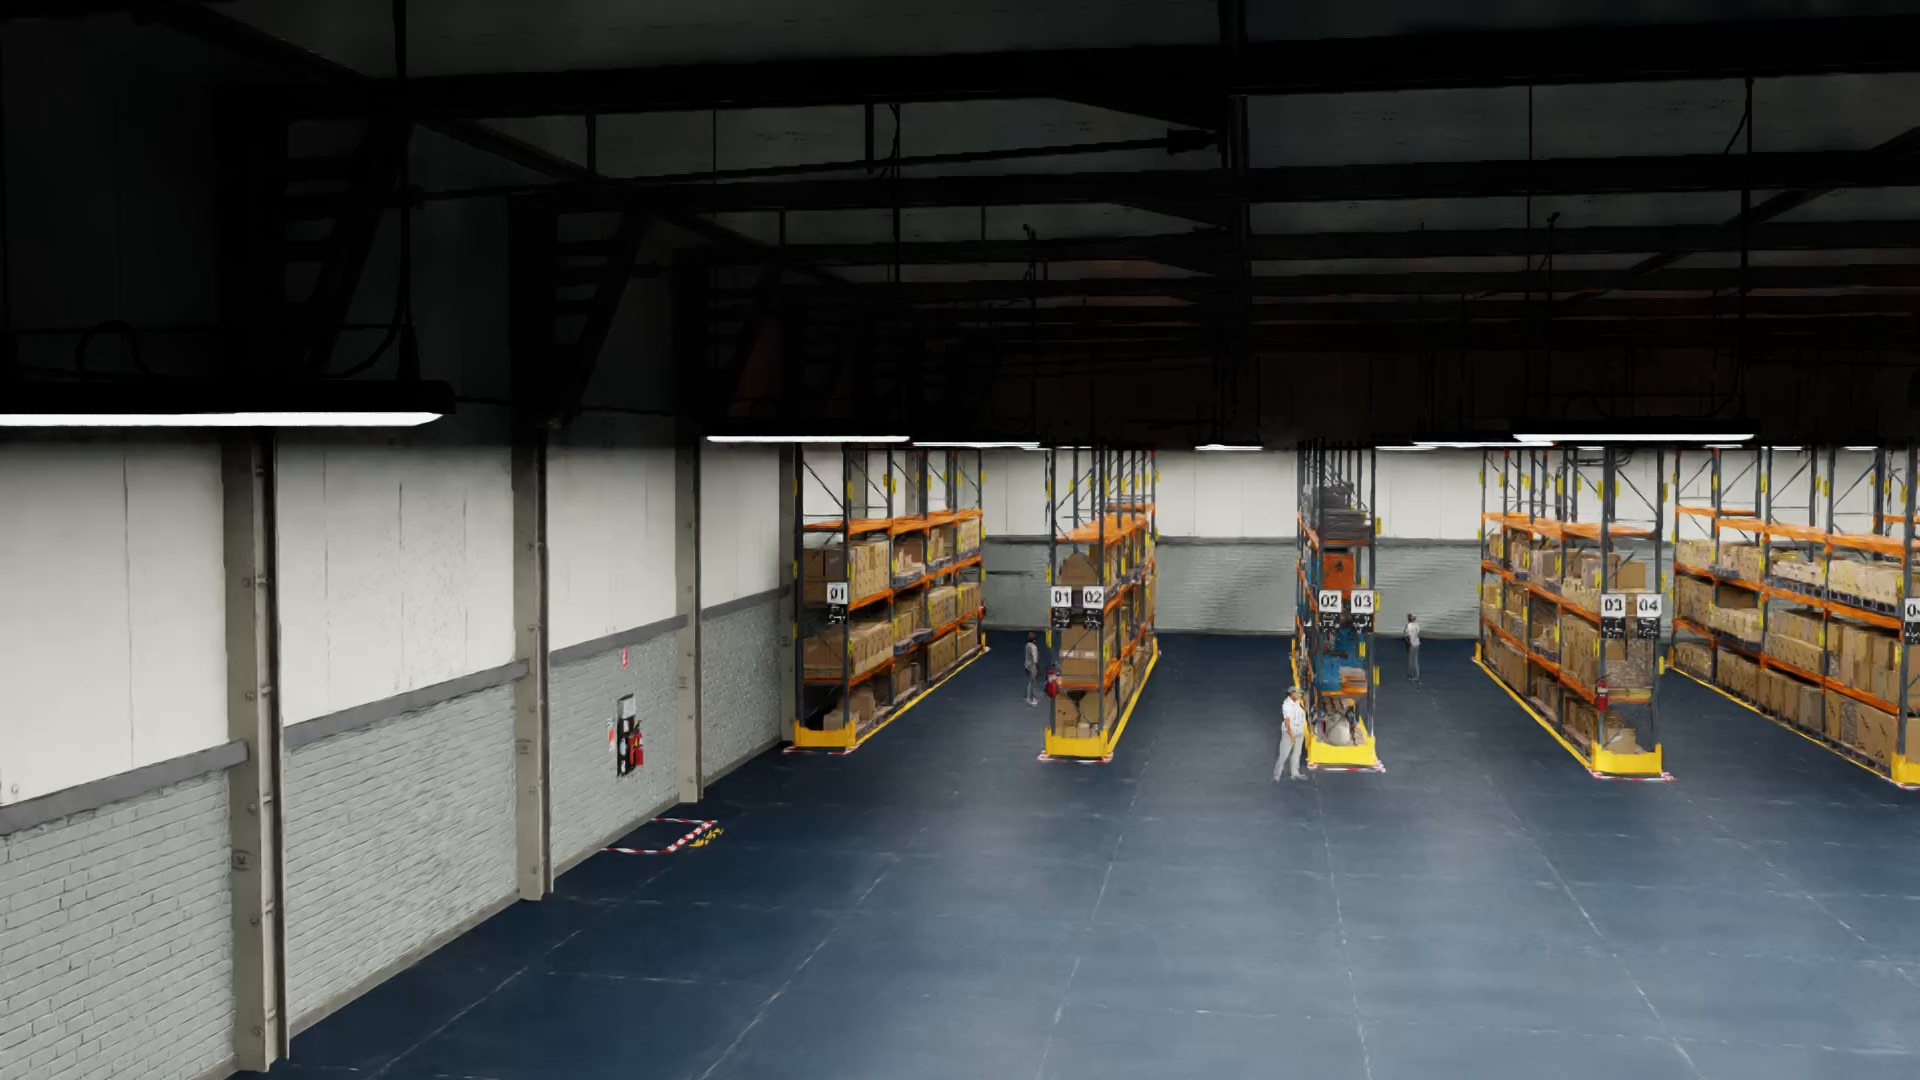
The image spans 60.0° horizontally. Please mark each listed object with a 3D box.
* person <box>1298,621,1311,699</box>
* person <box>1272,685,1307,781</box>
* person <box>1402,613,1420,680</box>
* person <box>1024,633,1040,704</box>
[{"bbox_3d":[7.951,2.738,37.667,0.570,1.786,0.686,-2,4,-38],"label":"person"},{"bbox_3d":[5.733,3.362,28.957,0.459,1.663,0.687,3,4,41],"label":"person"},{"bbox_3d":[11.344,2.665,41.818,0.555,1.661,0.588,2,4,36],"label":"person"},{"bbox_3d":[1.657,2.911,37.818,0.405,1.600,0.468,-1,3,-22],"label":"person"}]
